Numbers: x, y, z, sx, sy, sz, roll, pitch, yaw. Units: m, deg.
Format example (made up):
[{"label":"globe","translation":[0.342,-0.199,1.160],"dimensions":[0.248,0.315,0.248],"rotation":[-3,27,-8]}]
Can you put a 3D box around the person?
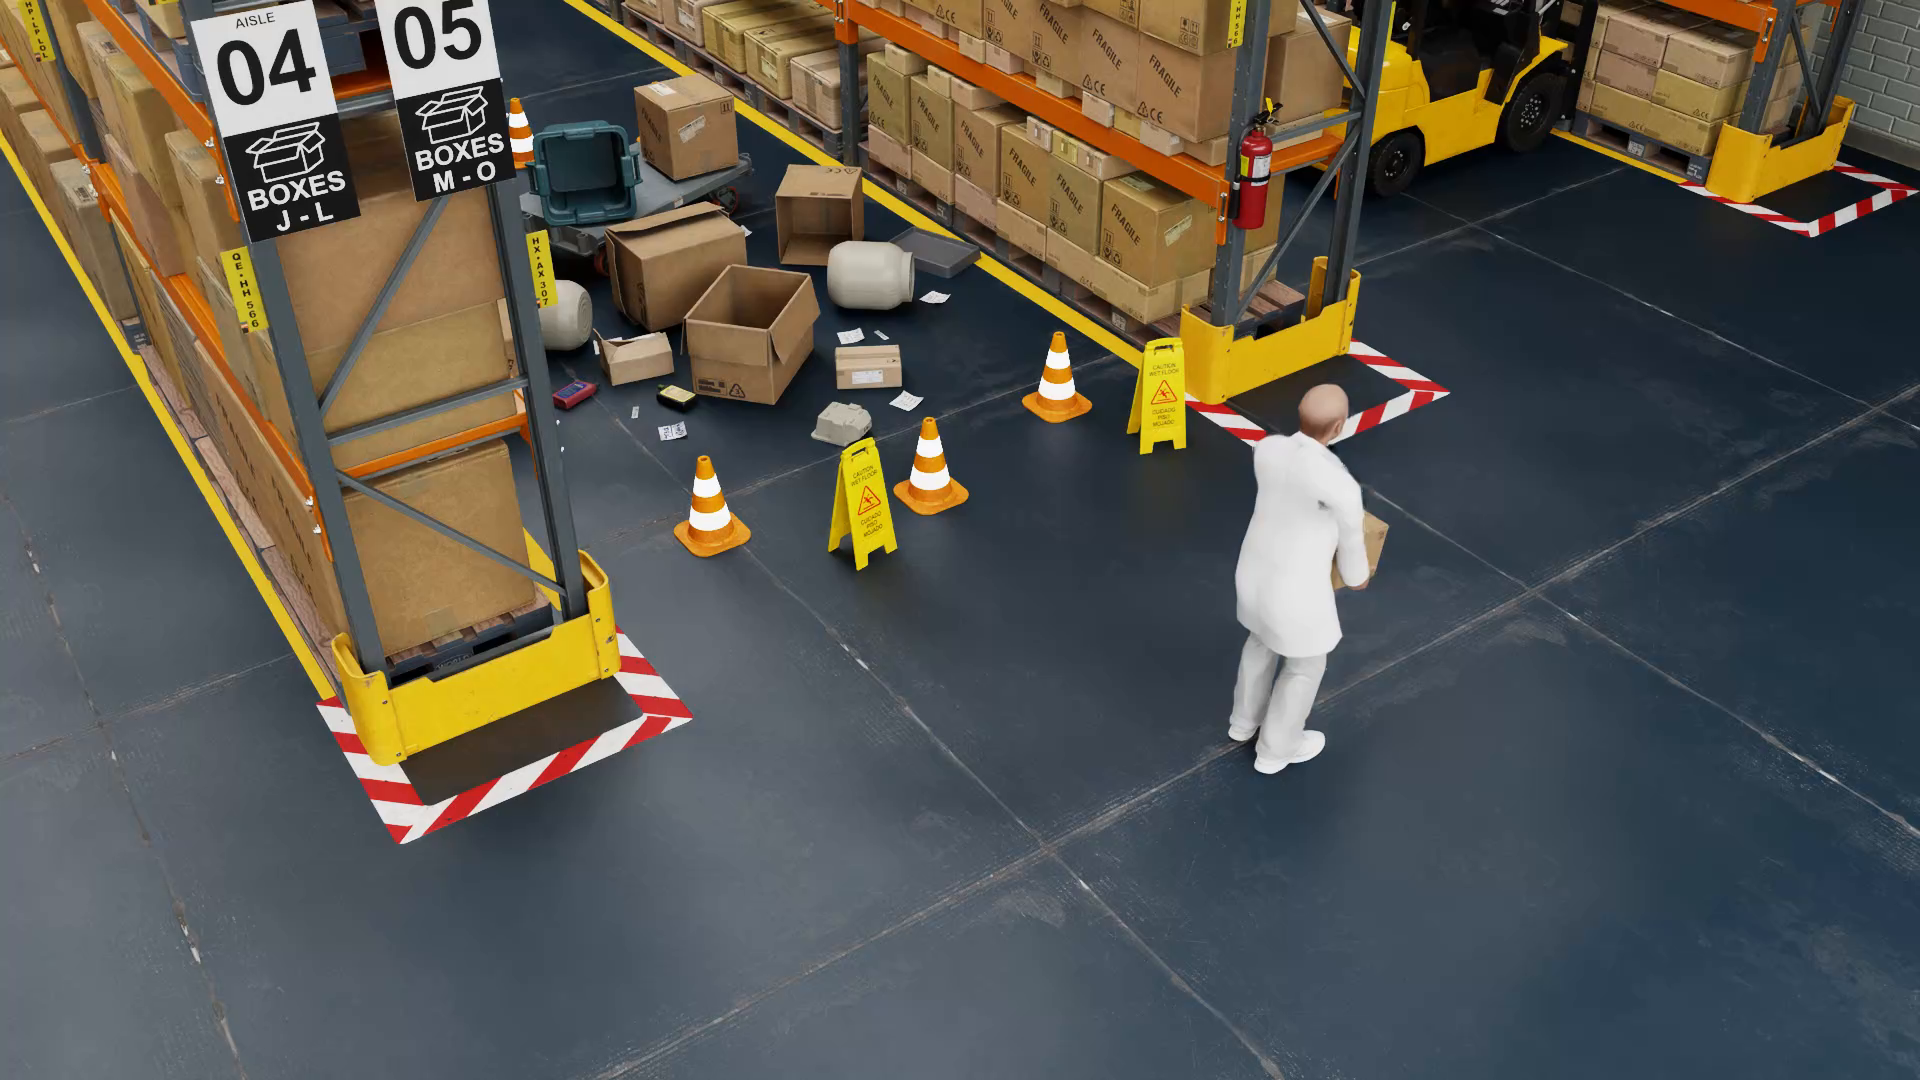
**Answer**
[{"label":"person","translation":[1.415,0.140,6.835],"dimensions":[0.580,1.771,0.530],"rotation":[-23,42,-29]}]
